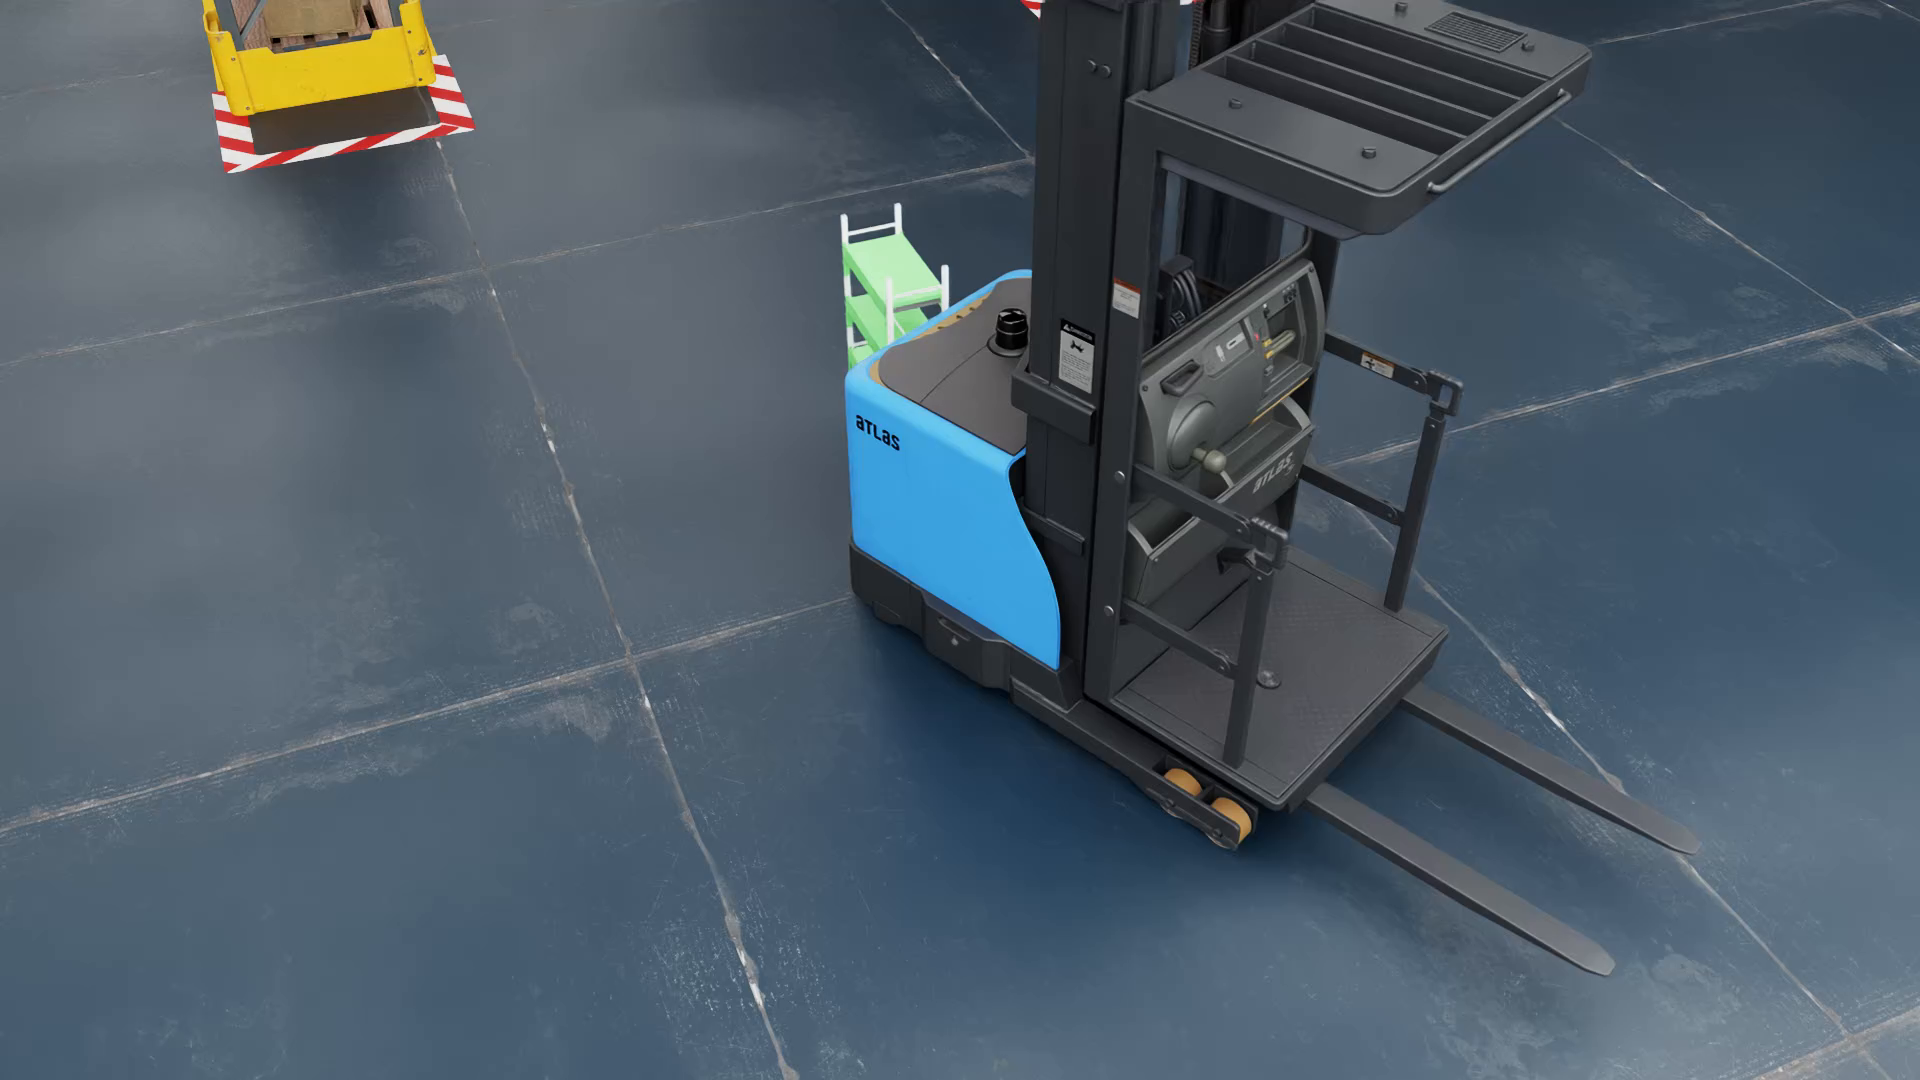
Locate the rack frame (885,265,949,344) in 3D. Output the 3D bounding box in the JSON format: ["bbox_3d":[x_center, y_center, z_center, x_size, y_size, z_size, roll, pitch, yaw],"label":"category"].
[{"bbox_3d":[-0.156,-0.517,6.431,0.240,1.200,0.015,-15,43,-17],"label":"rack frame"}]

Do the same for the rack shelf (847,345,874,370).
[{"bbox_3d":[-0.249,-0.616,6.644,0.258,0.148,0.480,-15,43,-17],"label":"rack shelf"}]

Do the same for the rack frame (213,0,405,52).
[{"bbox_3d":[-3.690,-3.773,8.837,1.000,3.000,0.127,-15,43,-17],"label":"rack frame"}]

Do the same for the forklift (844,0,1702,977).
[{"bbox_3d":[1.011,-0.475,5.054,3.031,2.935,1.130,30,49,30],"label":"forklift"}]

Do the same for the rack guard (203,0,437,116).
[{"bbox_3d":[-3.719,-2.871,9.706,1.175,0.500,0.348,-15,43,-17],"label":"rack guard"}]

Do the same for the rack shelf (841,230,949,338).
[{"bbox_3d":[-0.249,-0.980,6.331,0.258,0.148,0.480,-15,43,-17],"label":"rack shelf"}]

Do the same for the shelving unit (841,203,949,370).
[{"bbox_3d":[-0.249,-0.664,6.602,0.258,1.200,0.503,-15,43,-17],"label":"shelving unit"}]

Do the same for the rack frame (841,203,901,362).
[{"bbox_3d":[-0.342,-0.811,6.773,0.240,1.200,0.015,-15,43,-17],"label":"rack frame"}]

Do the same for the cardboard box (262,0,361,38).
[{"bbox_3d":[-3.913,-3.365,9.958,0.500,0.500,0.500,-8,41,-9],"label":"cardboard box"}]

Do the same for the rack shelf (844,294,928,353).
[{"bbox_3d":[-0.249,-0.798,6.487,0.258,0.148,0.480,-15,43,-17],"label":"rack shelf"}]

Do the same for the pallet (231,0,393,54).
[{"bbox_3d":[-3.997,-3.260,10.379,1.003,0.211,1.213,-15,43,-17],"label":"pallet"}]
